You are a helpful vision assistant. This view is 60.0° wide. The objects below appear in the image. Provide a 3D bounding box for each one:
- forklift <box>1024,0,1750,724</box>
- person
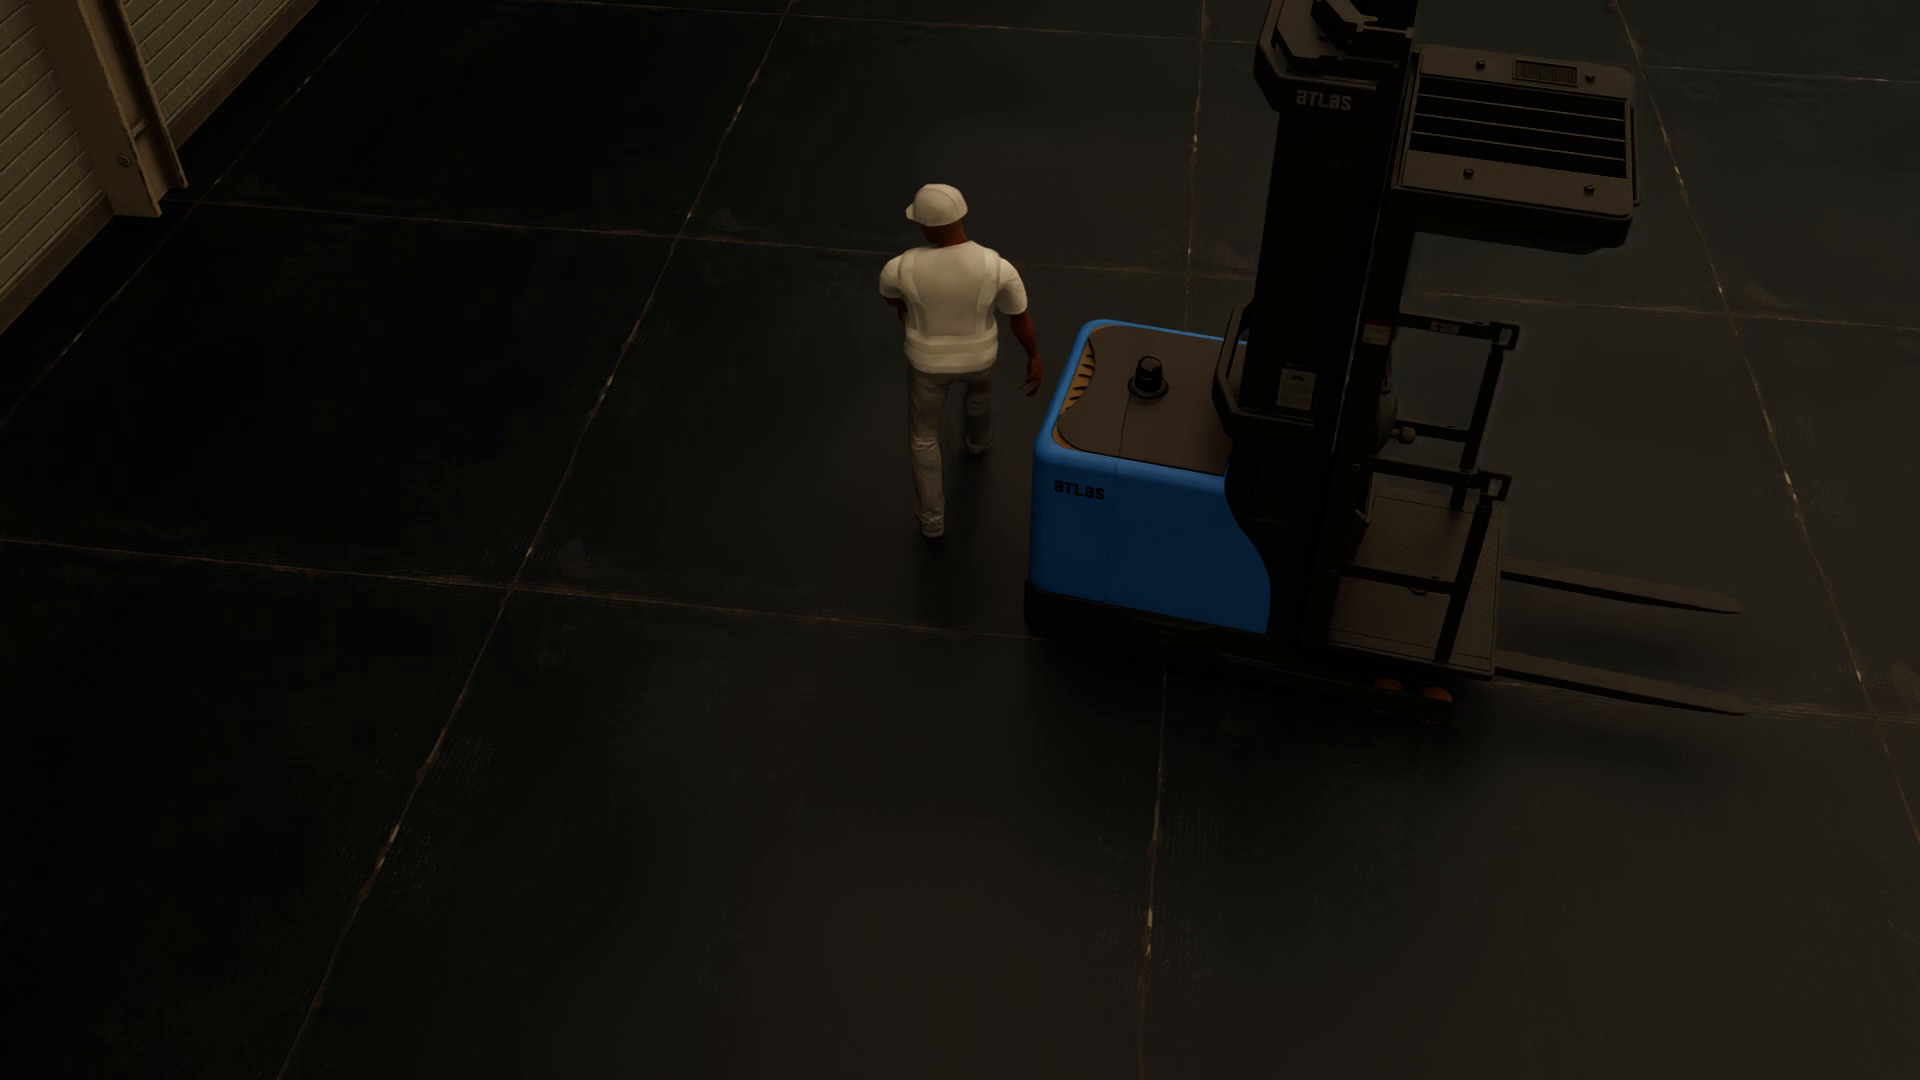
[{"bbox_3d":[1.860,-0.702,6.488,3.031,2.935,1.130,11,44,12],"label":"forklift"},{"bbox_3d":[0.002,-0.912,7.644,0.725,1.718,0.880,-5,43,-5],"label":"person"}]
